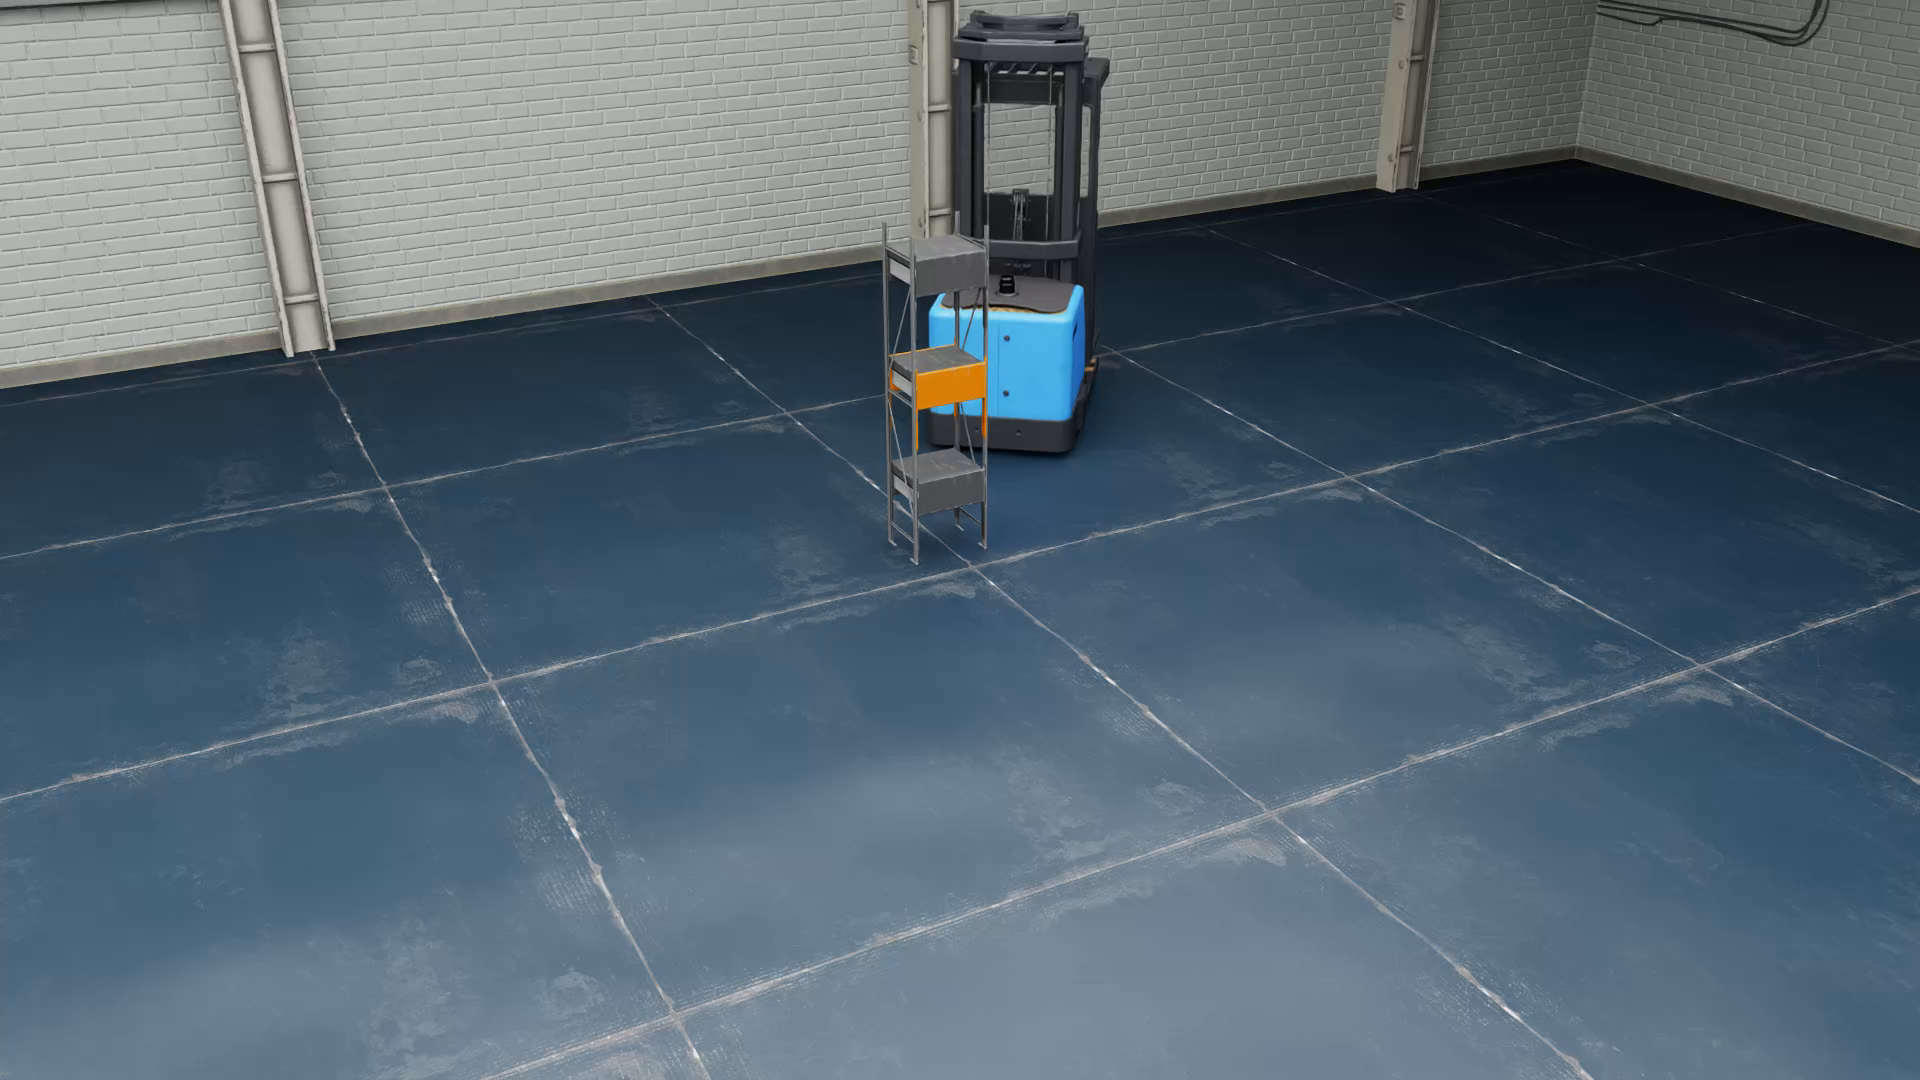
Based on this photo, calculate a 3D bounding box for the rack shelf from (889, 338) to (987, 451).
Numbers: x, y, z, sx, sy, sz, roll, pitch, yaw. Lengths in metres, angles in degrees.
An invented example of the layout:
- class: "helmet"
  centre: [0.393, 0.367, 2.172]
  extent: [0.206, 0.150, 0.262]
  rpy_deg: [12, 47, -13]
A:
- class: "rack shelf"
  centre: [-0.146, -0.901, 10.231]
  extent: [0.480, 0.518, 0.431]
  rpy_deg: [-13, 29, -25]

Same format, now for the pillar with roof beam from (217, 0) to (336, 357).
- class: "pillar with roof beam"
  centre: [-3.516, -4.045, 8.778]
  extent: [0.400, 9.000, 9.100]
  rpy_deg: [-13, 29, -25]

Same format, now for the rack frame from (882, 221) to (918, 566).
- class: "rack frame"
  centre: [-0.361, -0.863, 10.122]
  extent: [0.015, 2.100, 0.400]
  rpy_deg: [-13, 29, -25]

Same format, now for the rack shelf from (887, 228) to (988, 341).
- class: "rack shelf"
  centre: [-0.146, -1.532, 9.928]
  extent: [0.480, 0.518, 0.431]
  rpy_deg: [-13, 29, -25]

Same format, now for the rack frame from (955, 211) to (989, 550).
- class: "rack frame"
  centre: [0.069, -0.963, 10.329]
  extent: [0.015, 2.100, 0.400]
  rpy_deg: [-13, 29, -25]

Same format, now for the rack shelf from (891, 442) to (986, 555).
- class: "rack shelf"
  centre: [-0.146, -0.270, 10.534]
  extent: [0.480, 0.518, 0.431]
  rpy_deg: [-13, 29, -25]

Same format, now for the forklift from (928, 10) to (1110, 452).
- class: "forklift"
  centre: [0.523, -2.558, 12.692]
  extent: [1.130, 2.935, 3.031]
  rpy_deg: [4, 26, 9]

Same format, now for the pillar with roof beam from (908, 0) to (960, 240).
- class: "pillar with roof beam"
  centre: [1.778, -5.267, 11.323]
  extent: [0.400, 9.000, 9.100]
  rpy_deg: [-13, 29, -25]

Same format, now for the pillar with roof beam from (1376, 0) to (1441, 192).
- class: "pillar with roof beam"
  centre: [7.072, -6.489, 13.868]
  extent: [0.400, 9.000, 9.100]
  rpy_deg: [-13, 29, -25]

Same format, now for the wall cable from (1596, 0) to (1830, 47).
- class: "wall cable"
  centre: [8.268, -6.828, 18.163]
  extent: [0.112, 2.526, 3.097]
  rpy_deg: [-13, 29, -25]

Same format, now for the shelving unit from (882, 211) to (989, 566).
- class: "shelving unit"
  centre: [-0.146, -0.913, 10.225]
  extent: [0.503, 2.100, 0.431]
  rpy_deg: [-13, 29, -25]
